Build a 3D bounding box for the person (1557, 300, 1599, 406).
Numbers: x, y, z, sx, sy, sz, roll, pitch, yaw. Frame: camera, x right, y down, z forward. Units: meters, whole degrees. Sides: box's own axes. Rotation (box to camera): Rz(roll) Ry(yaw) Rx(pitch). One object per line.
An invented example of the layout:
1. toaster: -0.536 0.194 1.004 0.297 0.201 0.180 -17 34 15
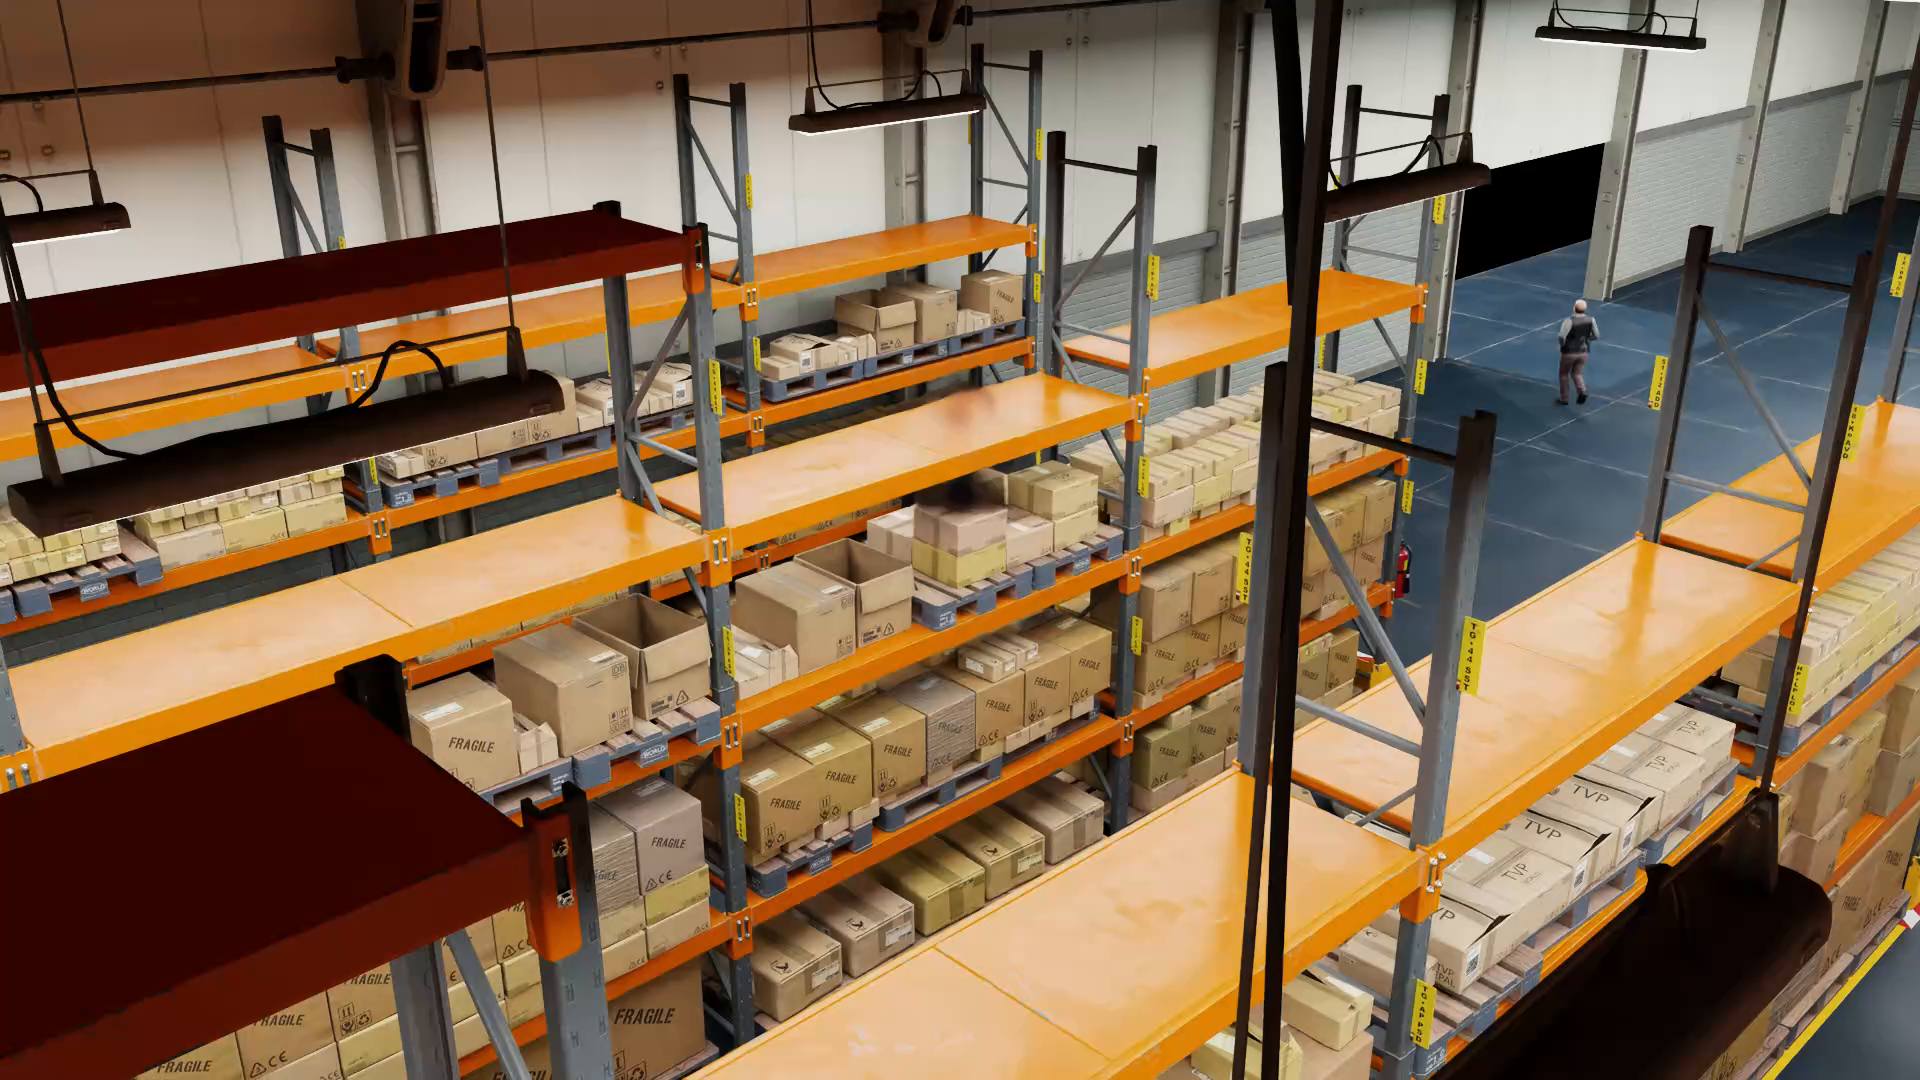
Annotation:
1. person: 9.433 -2.844 25.514 0.657 1.697 0.752 -2 23 -5
